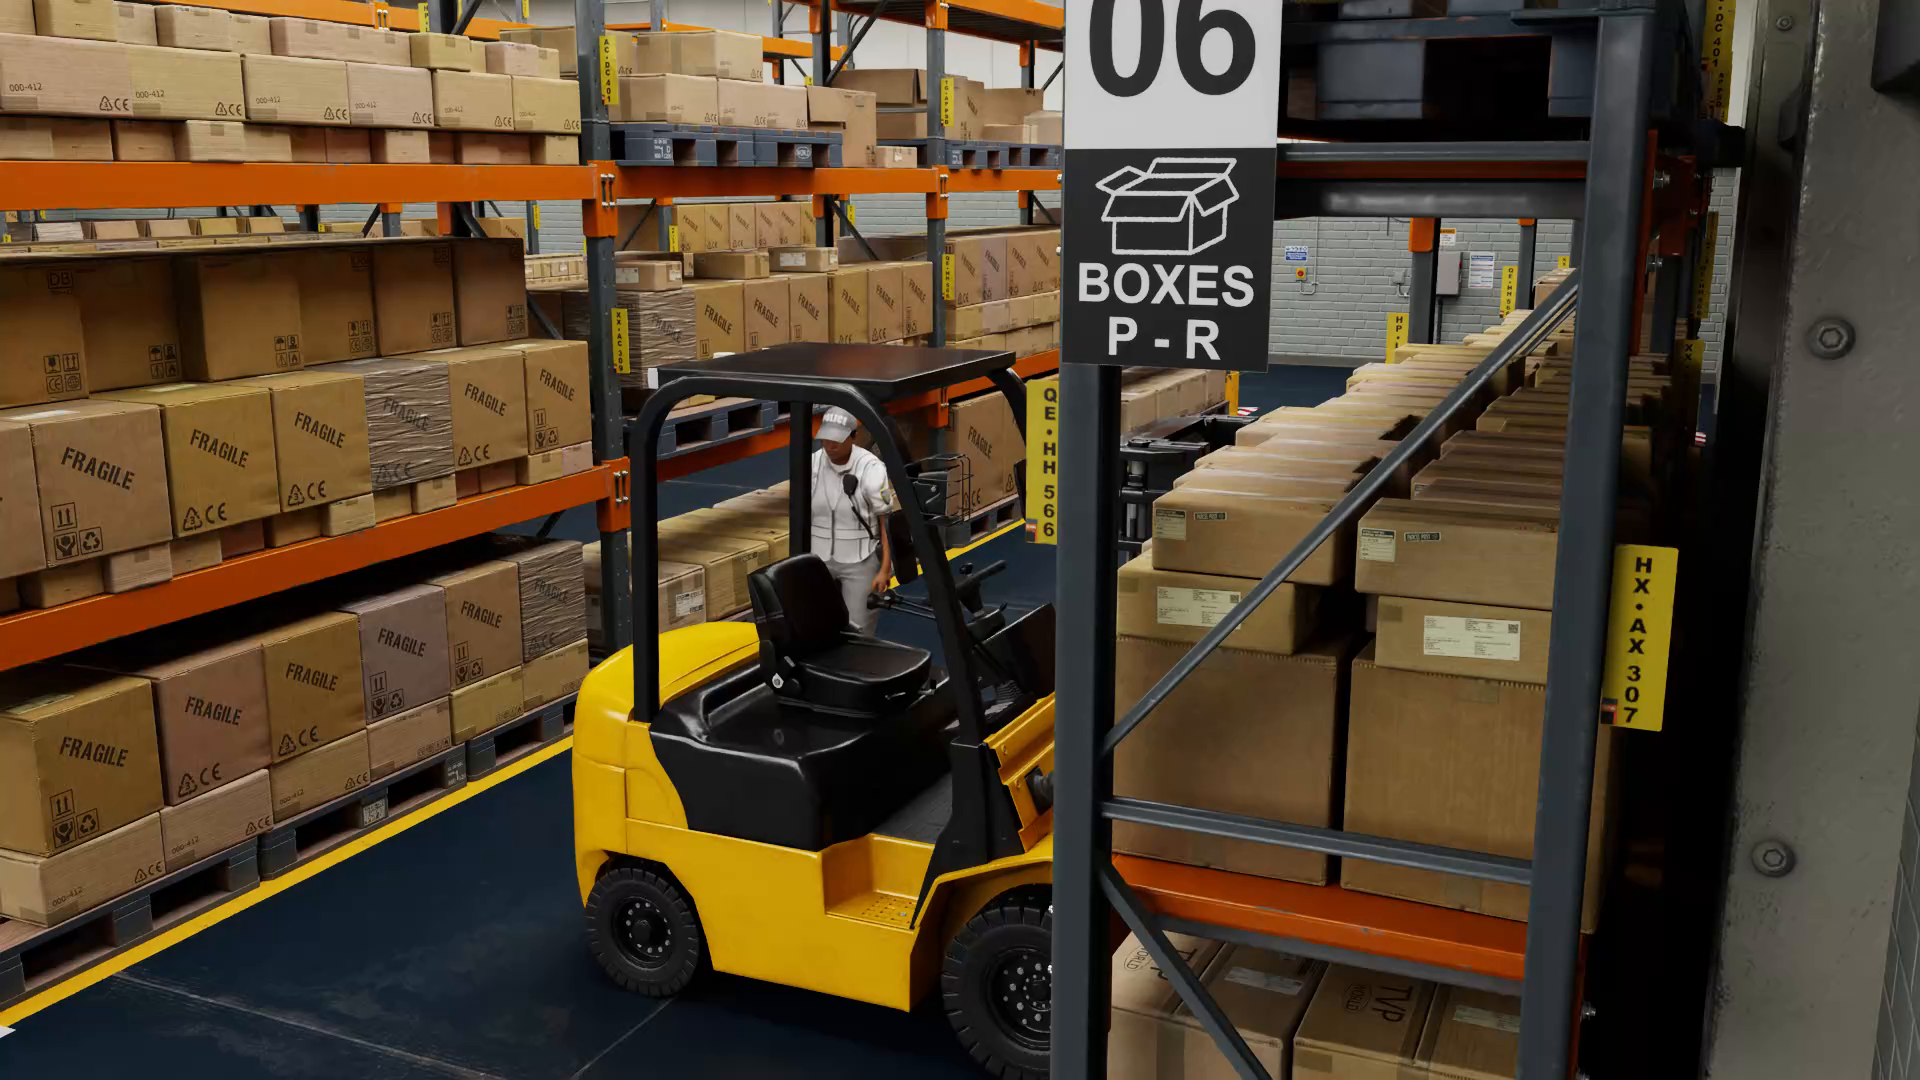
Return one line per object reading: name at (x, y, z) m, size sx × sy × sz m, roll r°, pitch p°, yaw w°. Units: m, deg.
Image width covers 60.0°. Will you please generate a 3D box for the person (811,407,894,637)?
person at (-0.598, 0.147, 8.312) m, size 0.548 × 1.664 × 0.468 m, roll 5°, pitch 13°, yaw 21°
